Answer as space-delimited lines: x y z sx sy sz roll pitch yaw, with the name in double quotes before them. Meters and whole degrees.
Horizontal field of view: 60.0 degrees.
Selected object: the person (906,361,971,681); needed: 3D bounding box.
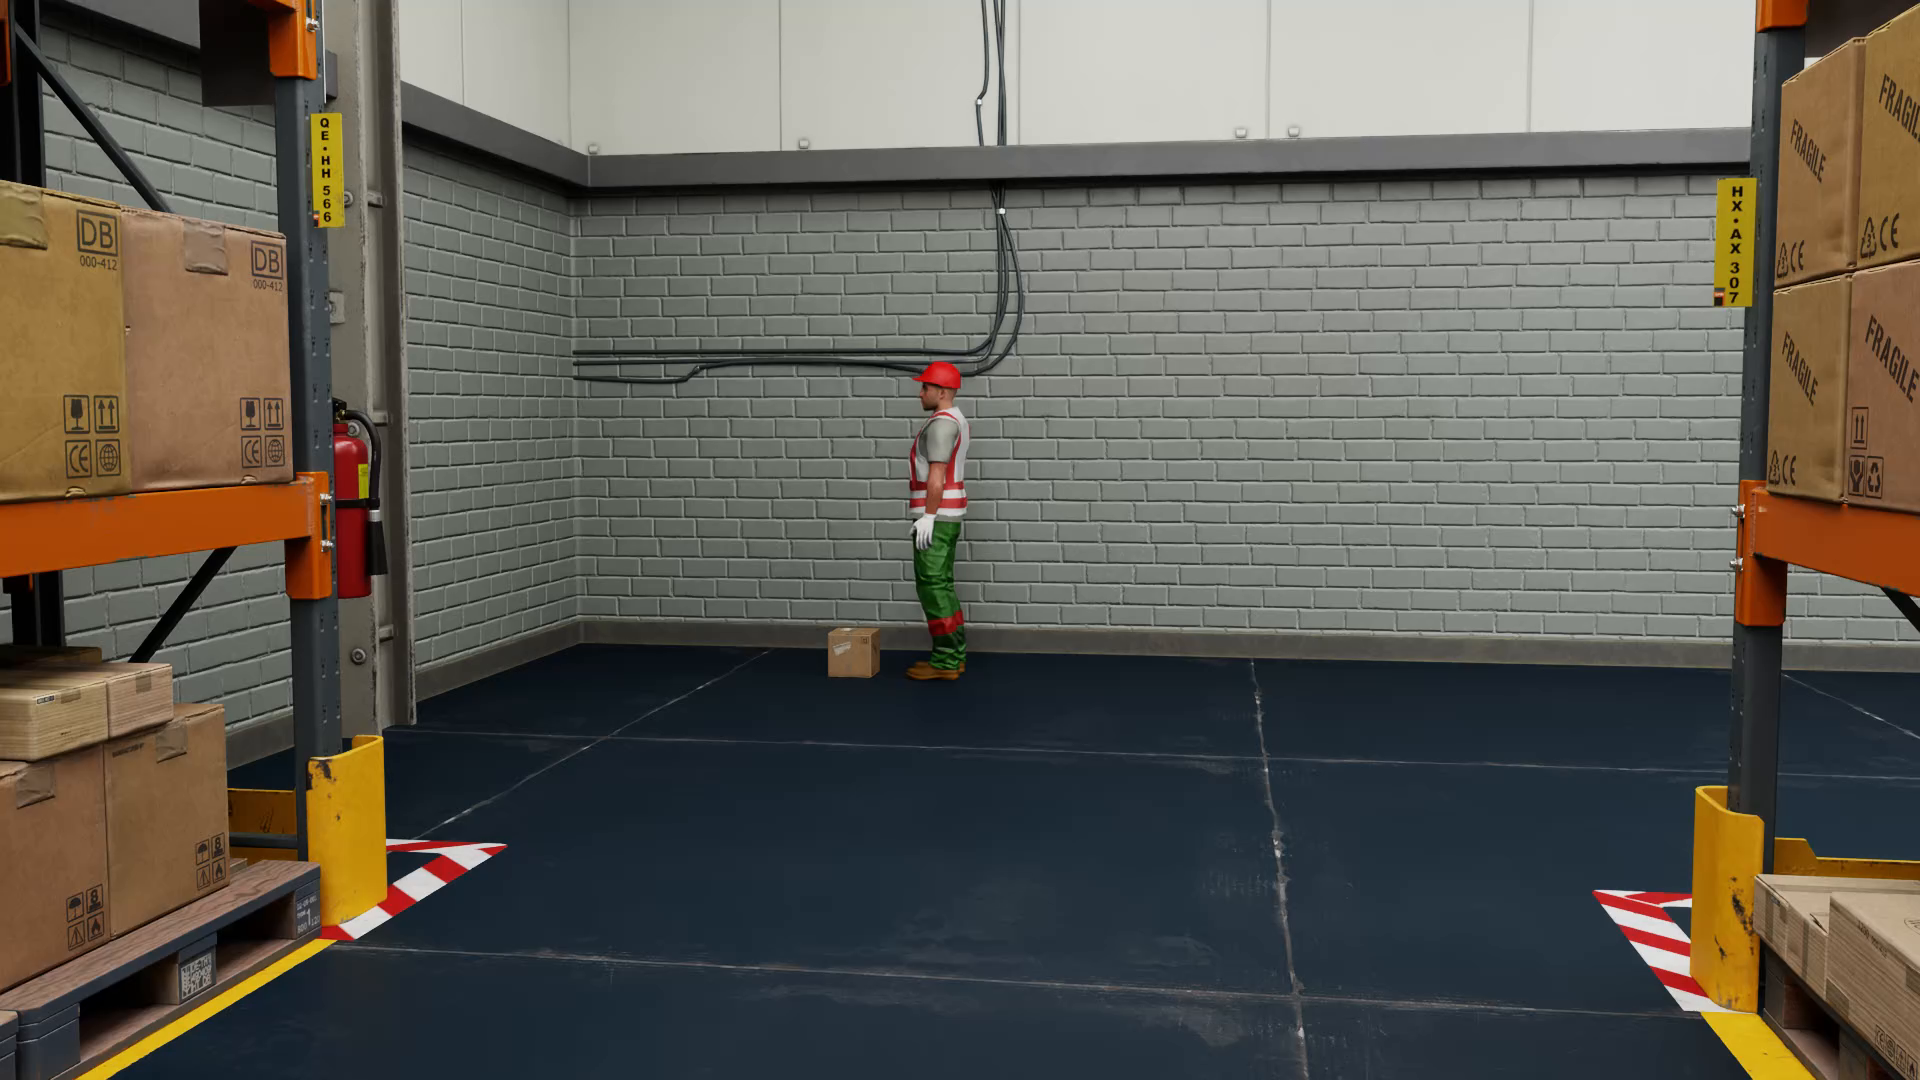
"person" -0.126 -0.113 9.401 0.335 1.785 0.524 1 4 10
